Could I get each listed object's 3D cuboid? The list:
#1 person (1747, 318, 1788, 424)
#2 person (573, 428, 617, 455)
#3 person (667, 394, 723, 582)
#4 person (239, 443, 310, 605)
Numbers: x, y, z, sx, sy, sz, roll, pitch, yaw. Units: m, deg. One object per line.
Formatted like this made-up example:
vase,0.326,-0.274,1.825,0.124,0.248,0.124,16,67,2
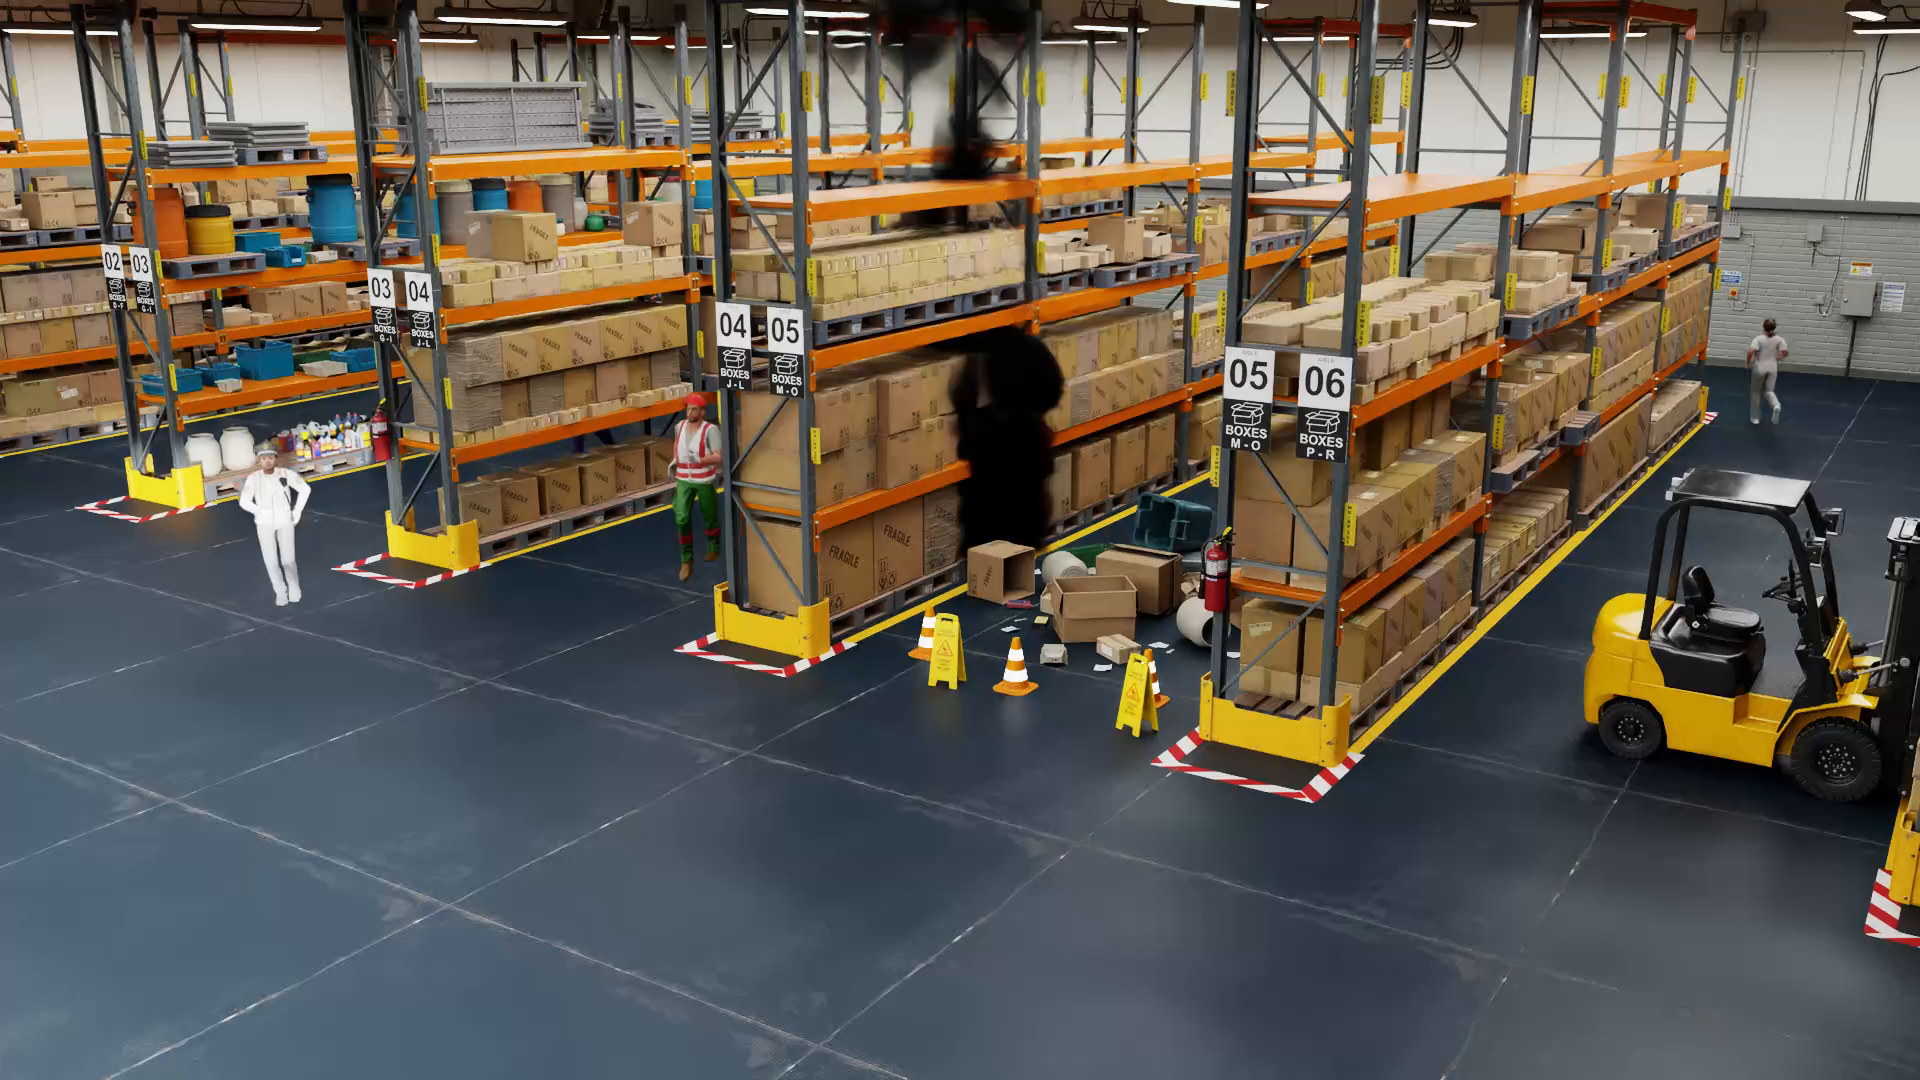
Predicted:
person,12.239,-2.551,25.313,0.607,1.654,0.843,2,16,6
person,-5.052,-1.841,22.789,0.587,1.683,0.866,9,18,30
person,-2.673,-0.533,16.783,0.641,1.891,0.734,3,16,12
person,-6.843,-0.144,16.652,0.655,1.679,0.568,-5,16,-16
